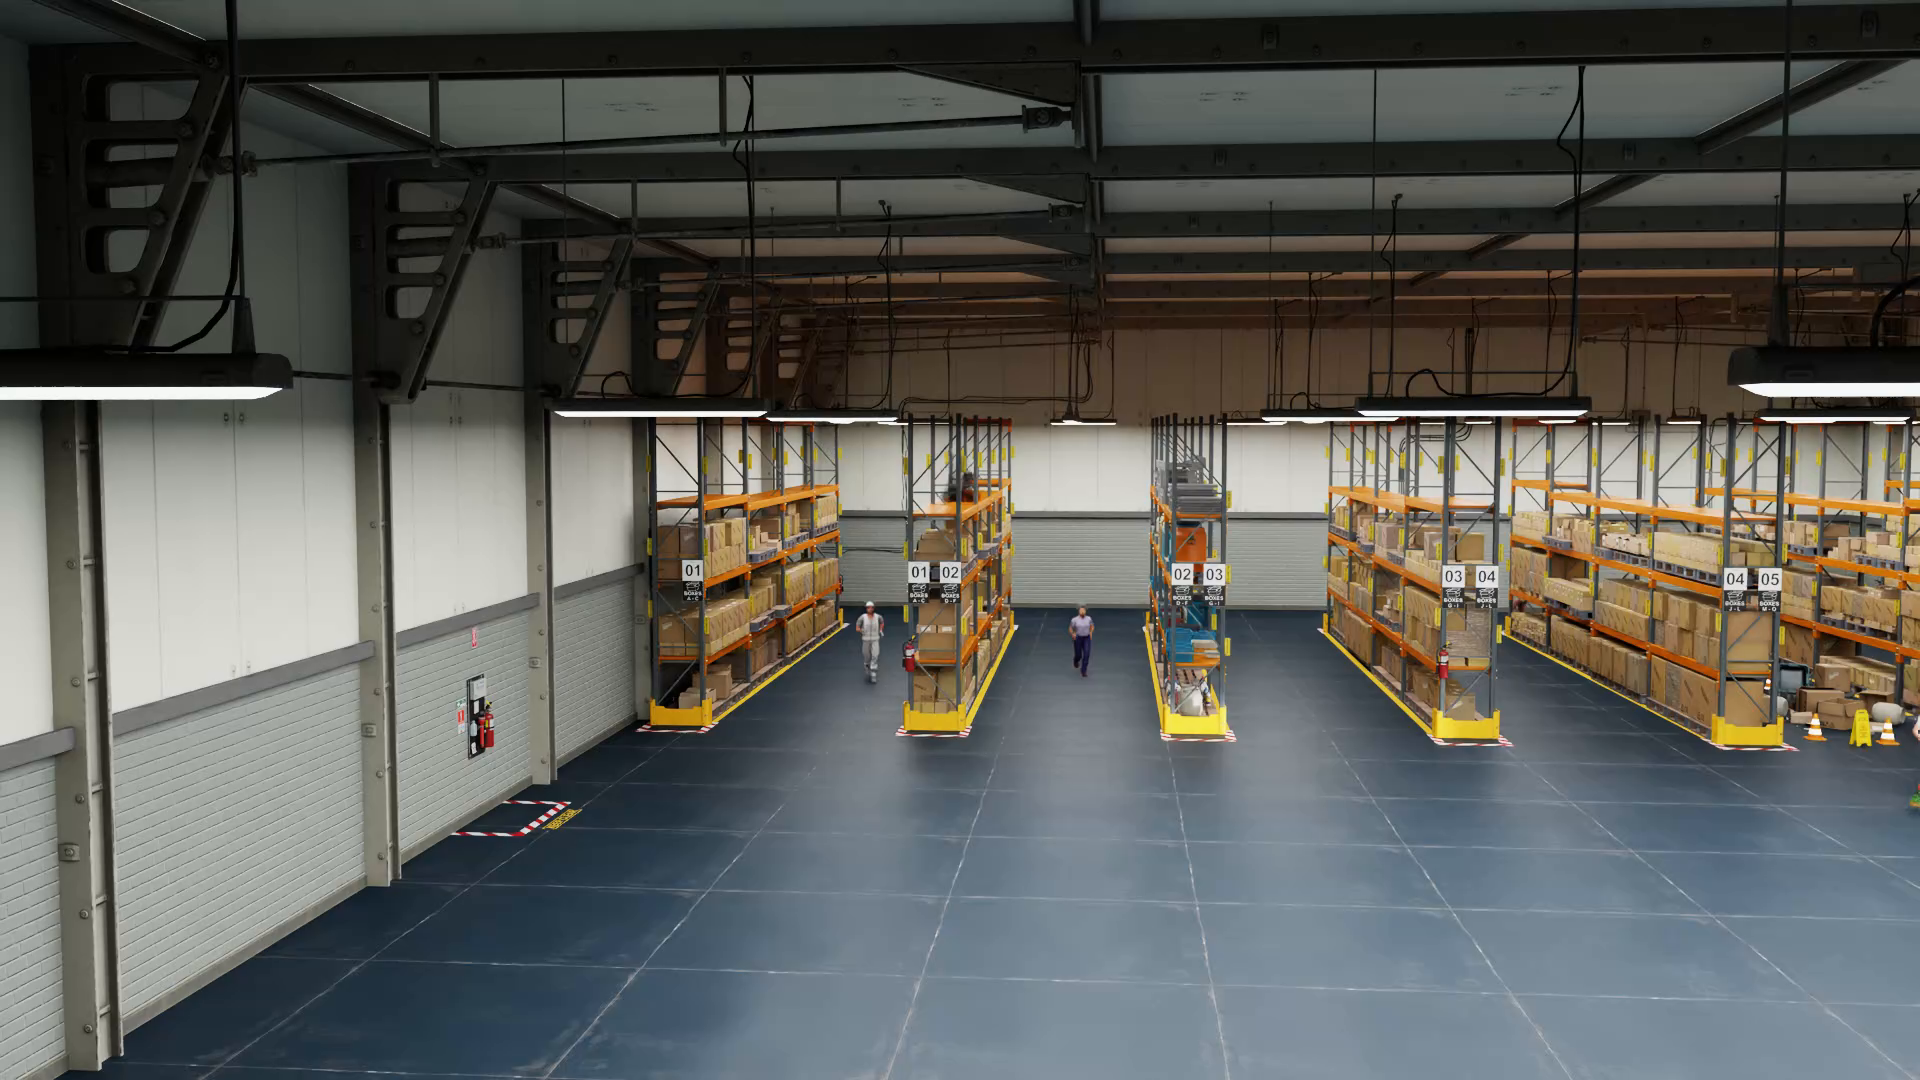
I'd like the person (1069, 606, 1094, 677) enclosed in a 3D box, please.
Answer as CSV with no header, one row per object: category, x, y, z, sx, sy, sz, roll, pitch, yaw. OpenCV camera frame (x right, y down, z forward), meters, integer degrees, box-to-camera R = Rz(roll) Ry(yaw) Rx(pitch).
person,2.824,2.348,38.597,0.589,1.601,0.685,0,4,-6

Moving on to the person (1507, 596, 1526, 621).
person,15.951,1.727,47.443,0.638,1.672,0.621,4,5,43

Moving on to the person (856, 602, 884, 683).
person,-2.022,2.281,37.542,0.656,1.786,0.987,0,4,-7

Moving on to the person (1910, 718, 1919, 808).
person,14.454,3.181,24.568,0.709,1.834,0.634,3,5,40
